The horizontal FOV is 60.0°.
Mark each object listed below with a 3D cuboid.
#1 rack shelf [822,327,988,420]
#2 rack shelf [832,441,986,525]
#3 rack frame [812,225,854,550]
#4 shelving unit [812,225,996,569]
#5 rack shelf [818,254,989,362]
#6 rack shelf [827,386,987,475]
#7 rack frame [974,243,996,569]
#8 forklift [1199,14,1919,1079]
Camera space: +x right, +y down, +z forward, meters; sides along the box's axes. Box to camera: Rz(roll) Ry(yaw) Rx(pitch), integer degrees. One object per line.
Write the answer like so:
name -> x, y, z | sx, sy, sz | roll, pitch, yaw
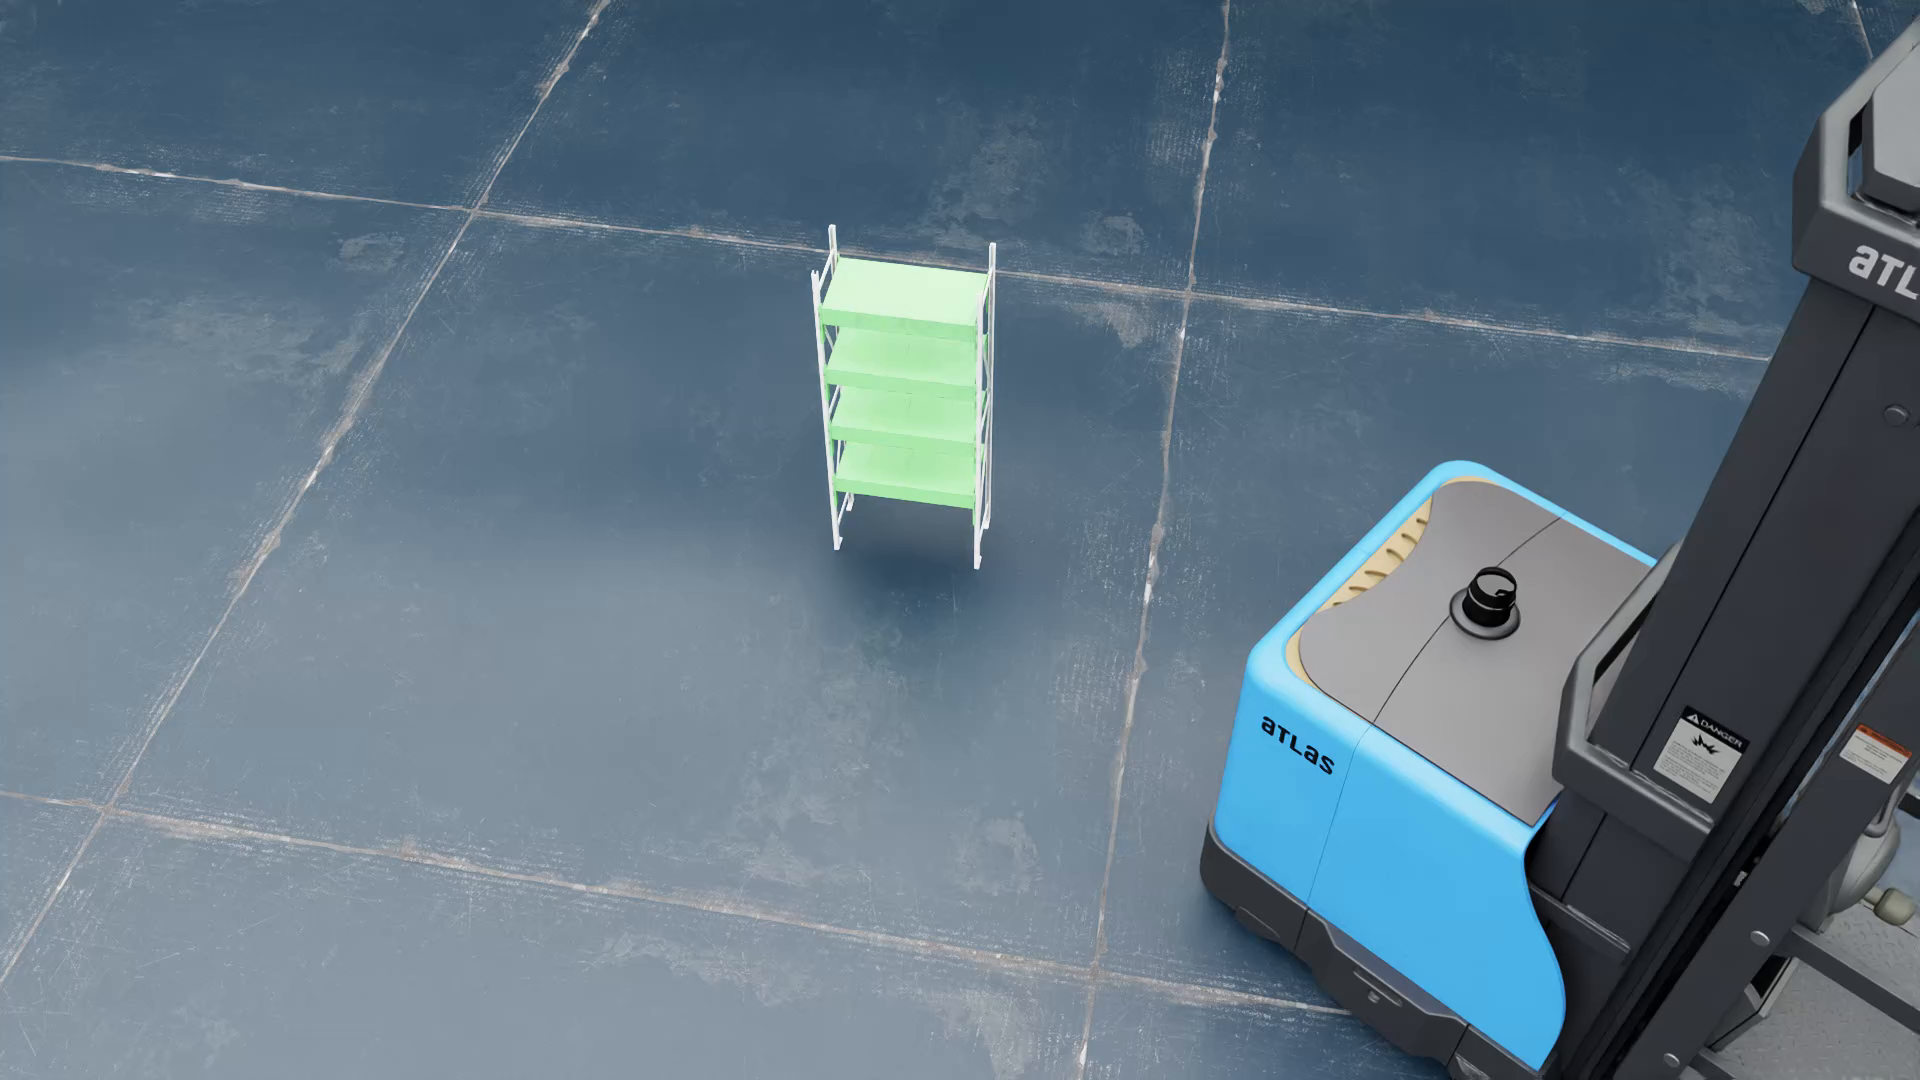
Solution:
rack shelf -> -0.163, -0.541, 5.192 | 0.480, 0.148, 0.258 | 8, 49, 7
rack shelf -> -0.163, -0.220, 5.549 | 0.480, 0.148, 0.258 | 8, 49, 7
rack frame -> -0.403, -0.455, 5.352 | 0.015, 1.200, 0.240 | 8, 49, 7
shelving unit -> -0.163, -0.423, 5.323 | 0.503, 1.200, 0.258 | 8, 49, 7
rack shelf -> -0.163, -0.701, 5.014 | 0.480, 0.148, 0.258 | 8, 49, 7
rack shelf -> -0.163, -0.380, 5.371 | 0.480, 0.148, 0.258 | 8, 49, 7
rack frame -> 0.077, -0.391, 5.294 | 0.015, 1.200, 0.240 | 8, 49, 7
forklift -> 2.119, 0.499, 3.331 | 3.031, 2.935, 1.130 | 34, 56, 27
